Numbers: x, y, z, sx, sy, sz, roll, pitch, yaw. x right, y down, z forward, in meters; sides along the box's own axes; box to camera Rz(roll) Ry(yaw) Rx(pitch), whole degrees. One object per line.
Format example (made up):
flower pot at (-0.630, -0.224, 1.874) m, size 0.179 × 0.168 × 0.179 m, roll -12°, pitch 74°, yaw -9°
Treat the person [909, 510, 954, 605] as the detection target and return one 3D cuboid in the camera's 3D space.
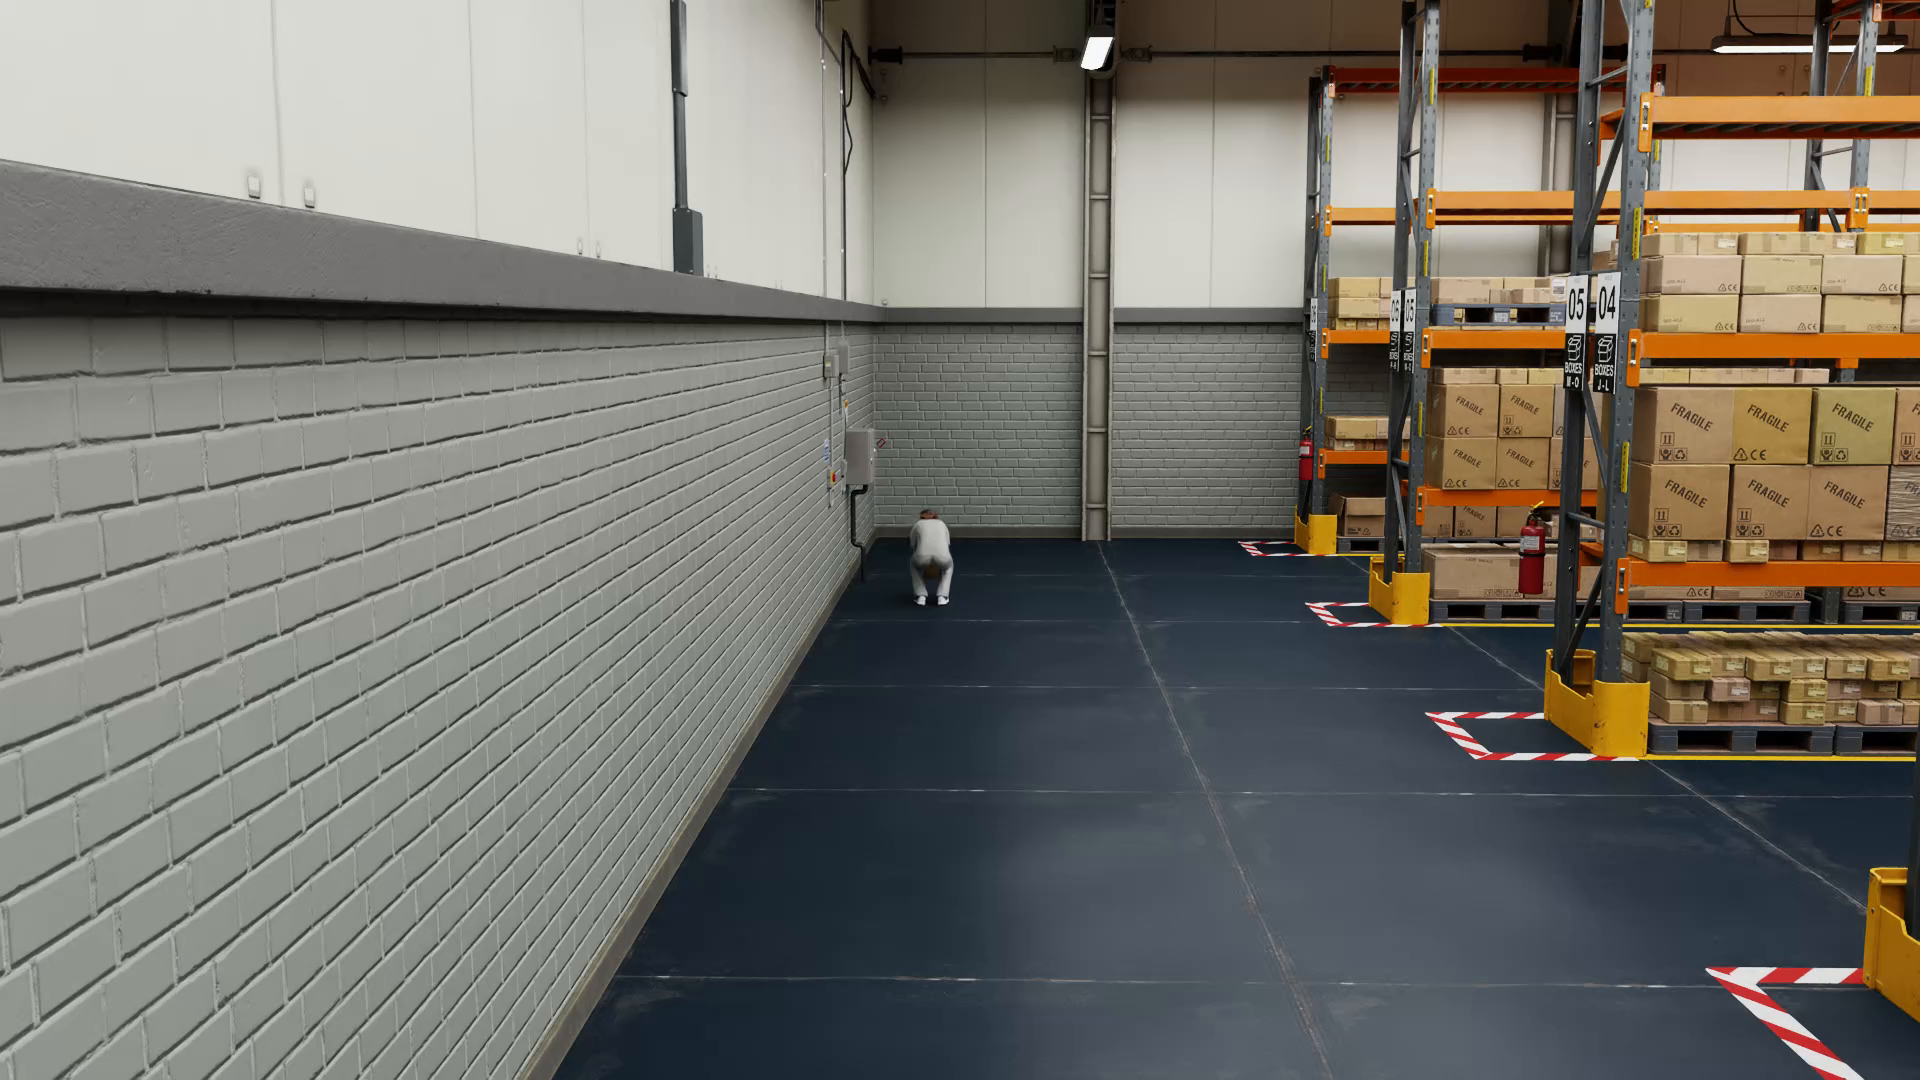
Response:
person at (-0.300, 0.170, 17.328) m, size 0.473 × 0.947 × 0.848 m, roll 0°, pitch 7°, yaw -1°
